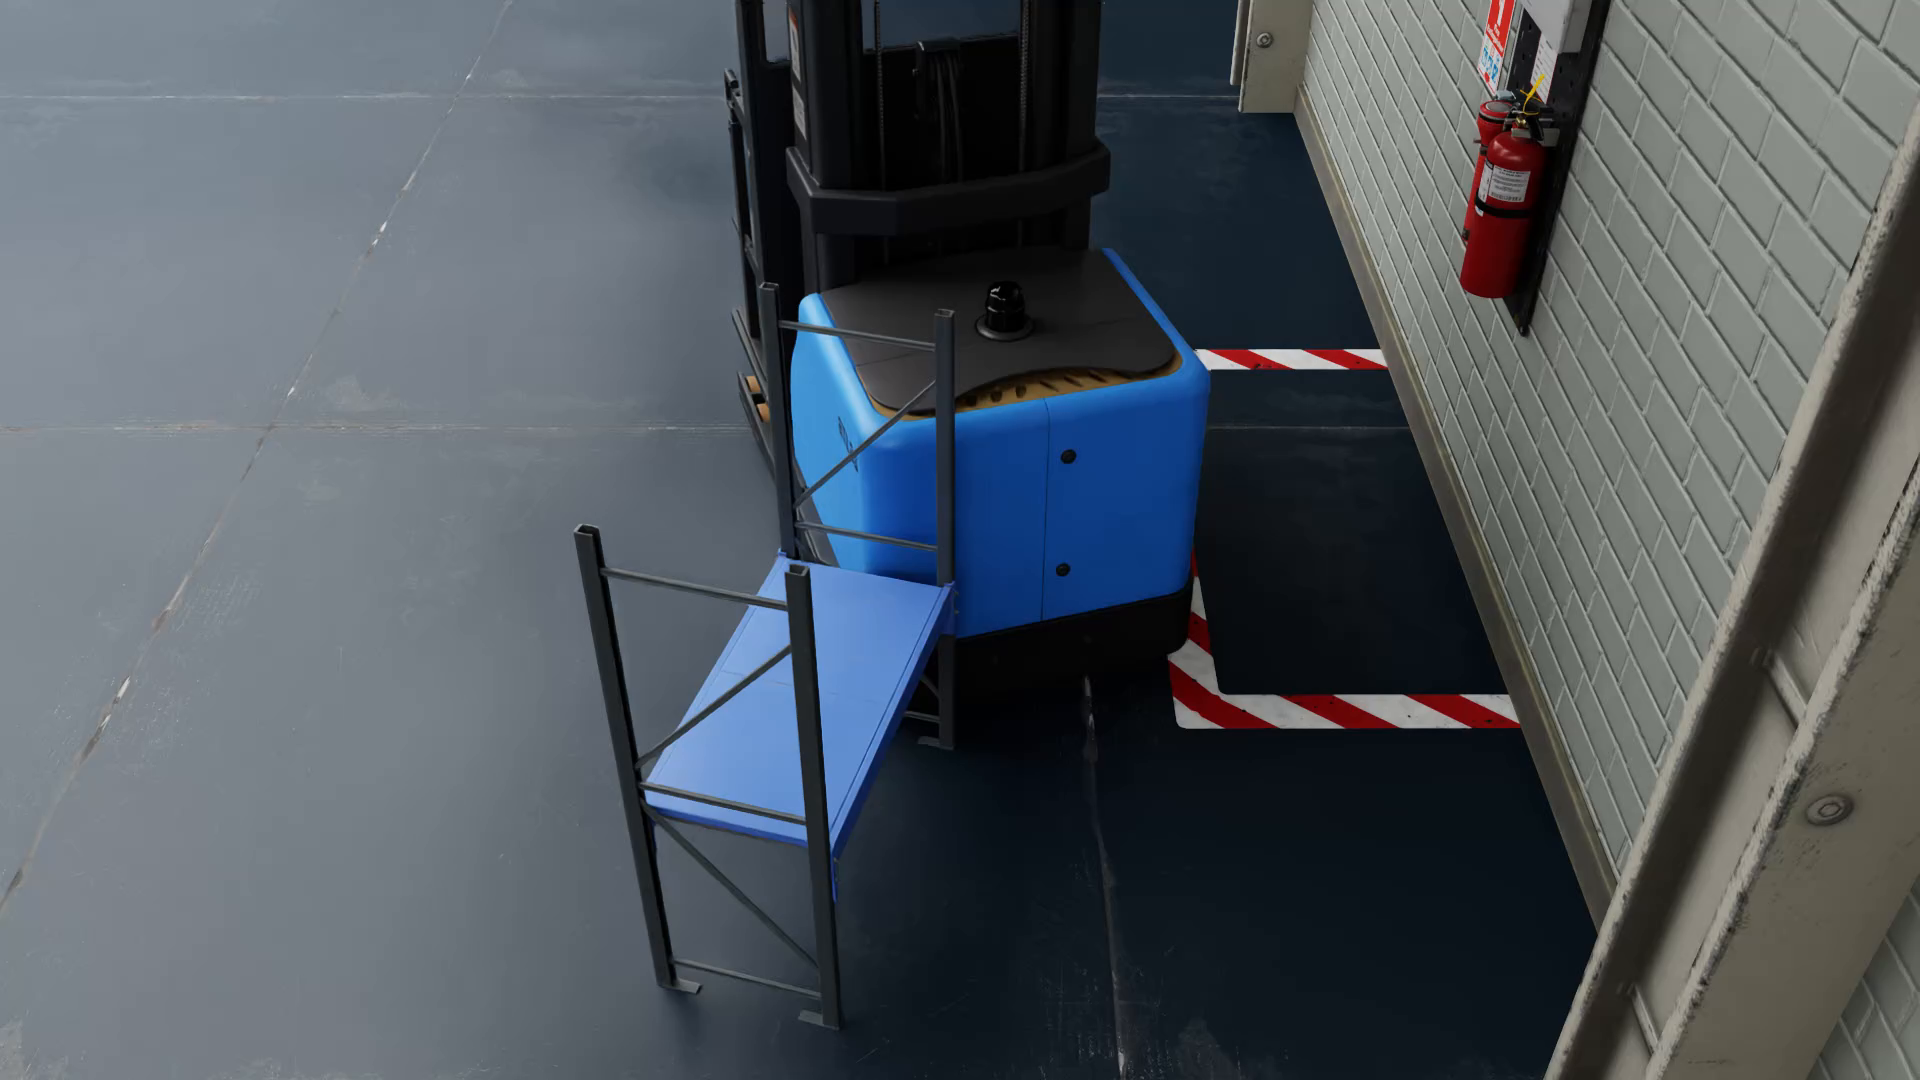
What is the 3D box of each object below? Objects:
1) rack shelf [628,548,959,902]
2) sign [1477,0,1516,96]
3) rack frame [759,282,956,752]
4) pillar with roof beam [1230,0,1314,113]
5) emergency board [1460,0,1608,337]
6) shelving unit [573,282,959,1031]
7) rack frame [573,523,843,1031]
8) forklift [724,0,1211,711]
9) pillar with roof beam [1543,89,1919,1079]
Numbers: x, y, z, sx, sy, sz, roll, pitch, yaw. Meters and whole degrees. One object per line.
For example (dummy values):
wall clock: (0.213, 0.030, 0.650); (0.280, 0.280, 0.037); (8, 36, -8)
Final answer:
rack shelf: (-0.399, 0.439, 4.291); (0.538, 0.185, 1.000); (10, 40, 13)
sign: (1.724, -1.624, 5.349); (0.001, 0.329, 0.234); (0, 39, 0)
rack frame: (-0.257, -0.007, 4.559); (0.500, 1.500, 0.032); (10, 40, 13)
pillar with roof beam: (-2.726, -5.809, 5.803); (9.100, 9.000, 0.400); (0, 39, 0)
emergency board: (1.621, -1.264, 4.929); (0.194, 1.169, 0.643); (0, 39, 0)
shelving unit: (-0.399, 0.298, 4.179); (0.538, 1.500, 1.048); (10, 40, 13)
rack frame: (-0.541, 0.603, 3.798); (0.500, 1.500, 0.032); (10, 40, 13)
forklift: (-0.205, -1.555, 5.347); (1.130, 2.935, 3.031); (-11, 40, -13)
pillar with roof beam: (-2.719, -2.057, 1.121); (9.100, 9.000, 0.400); (0, 39, 0)
